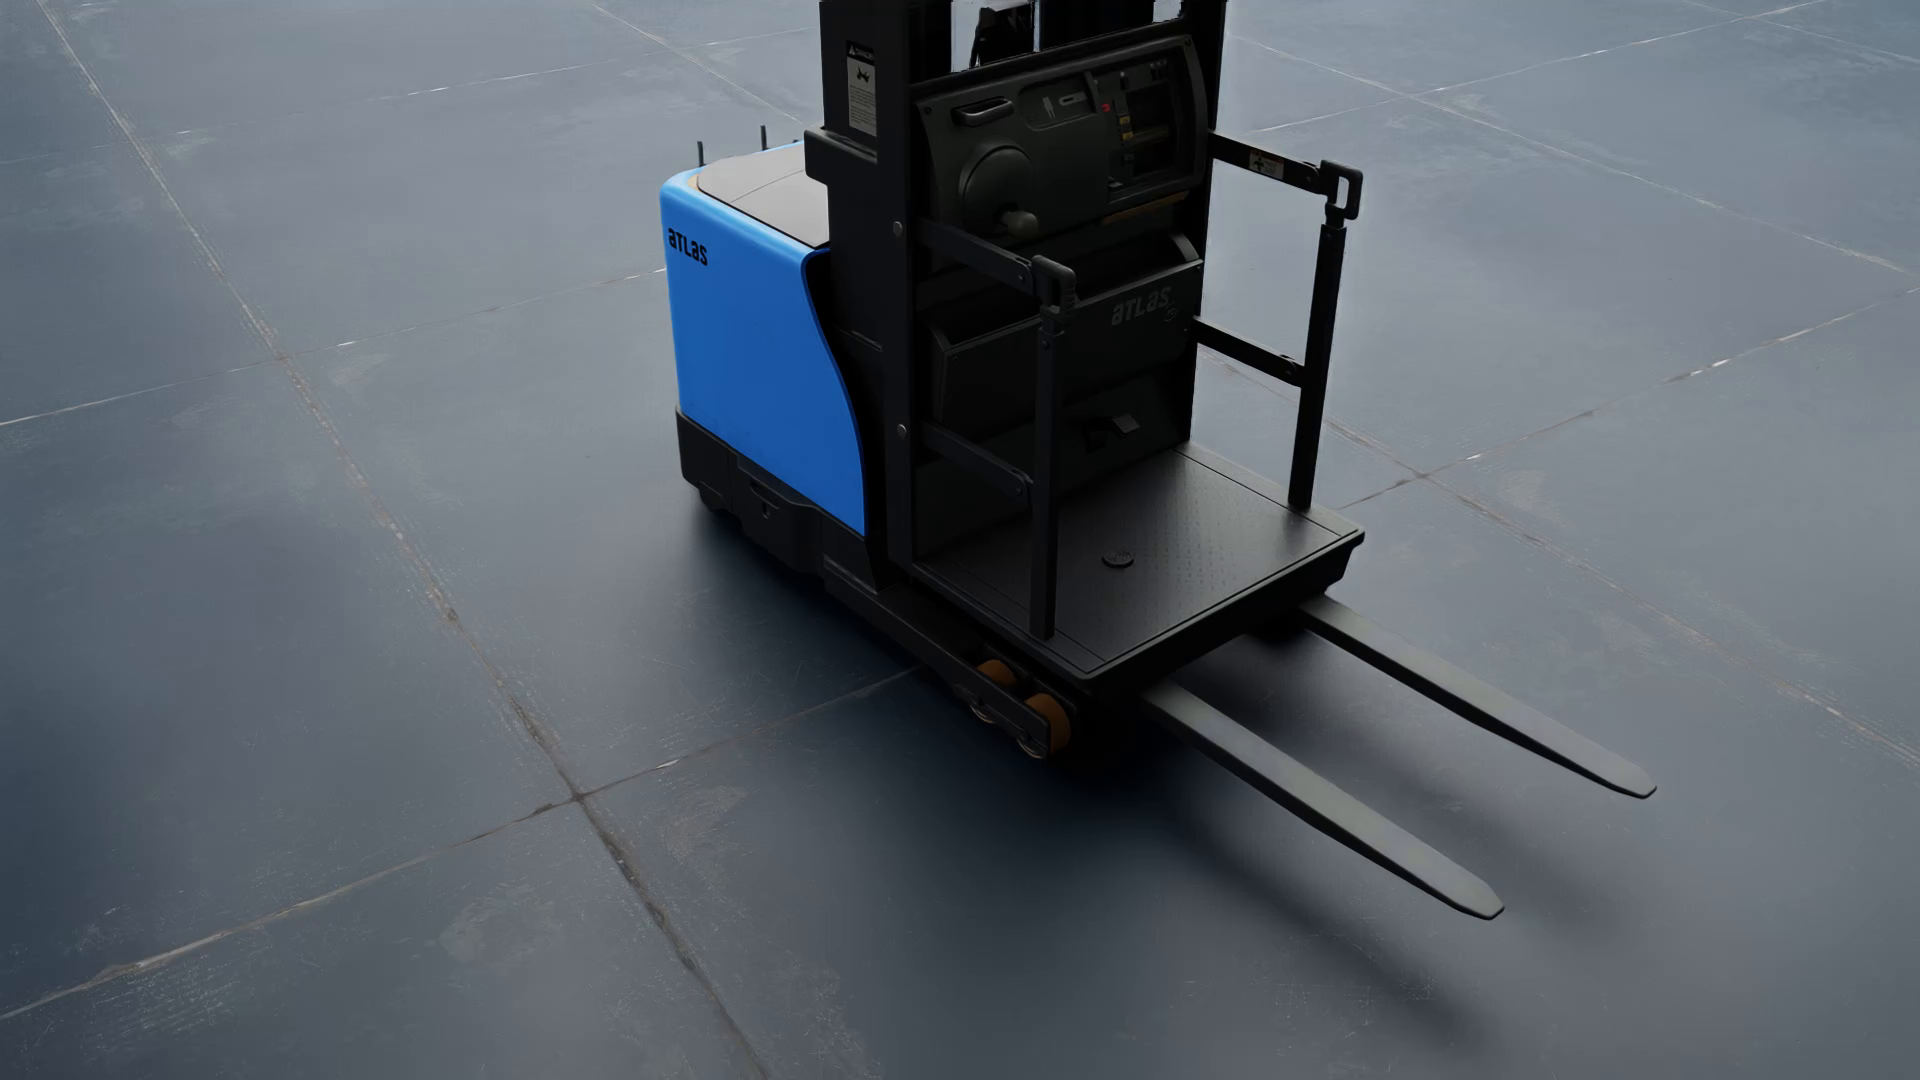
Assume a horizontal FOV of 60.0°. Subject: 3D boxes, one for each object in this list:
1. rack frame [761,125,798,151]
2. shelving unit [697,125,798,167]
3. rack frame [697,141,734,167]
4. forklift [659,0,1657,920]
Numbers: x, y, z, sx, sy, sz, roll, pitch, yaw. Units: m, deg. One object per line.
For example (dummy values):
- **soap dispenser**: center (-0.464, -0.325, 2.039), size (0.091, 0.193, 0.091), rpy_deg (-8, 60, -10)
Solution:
- **rack frame**: center (-0.584, -0.872, 5.648), size (0.008, 1.050, 0.200), rpy_deg (-25, 40, -34)
- **shelving unit**: center (-0.676, -0.829, 5.581), size (0.252, 1.050, 0.215), rpy_deg (-25, 40, -34)
- **rack frame**: center (-0.769, -0.787, 5.513), size (0.008, 1.050, 0.200), rpy_deg (-25, 40, -34)
- **forklift**: center (0.415, -0.975, 4.048), size (1.130, 2.935, 3.031), rpy_deg (-24, 39, -33)
